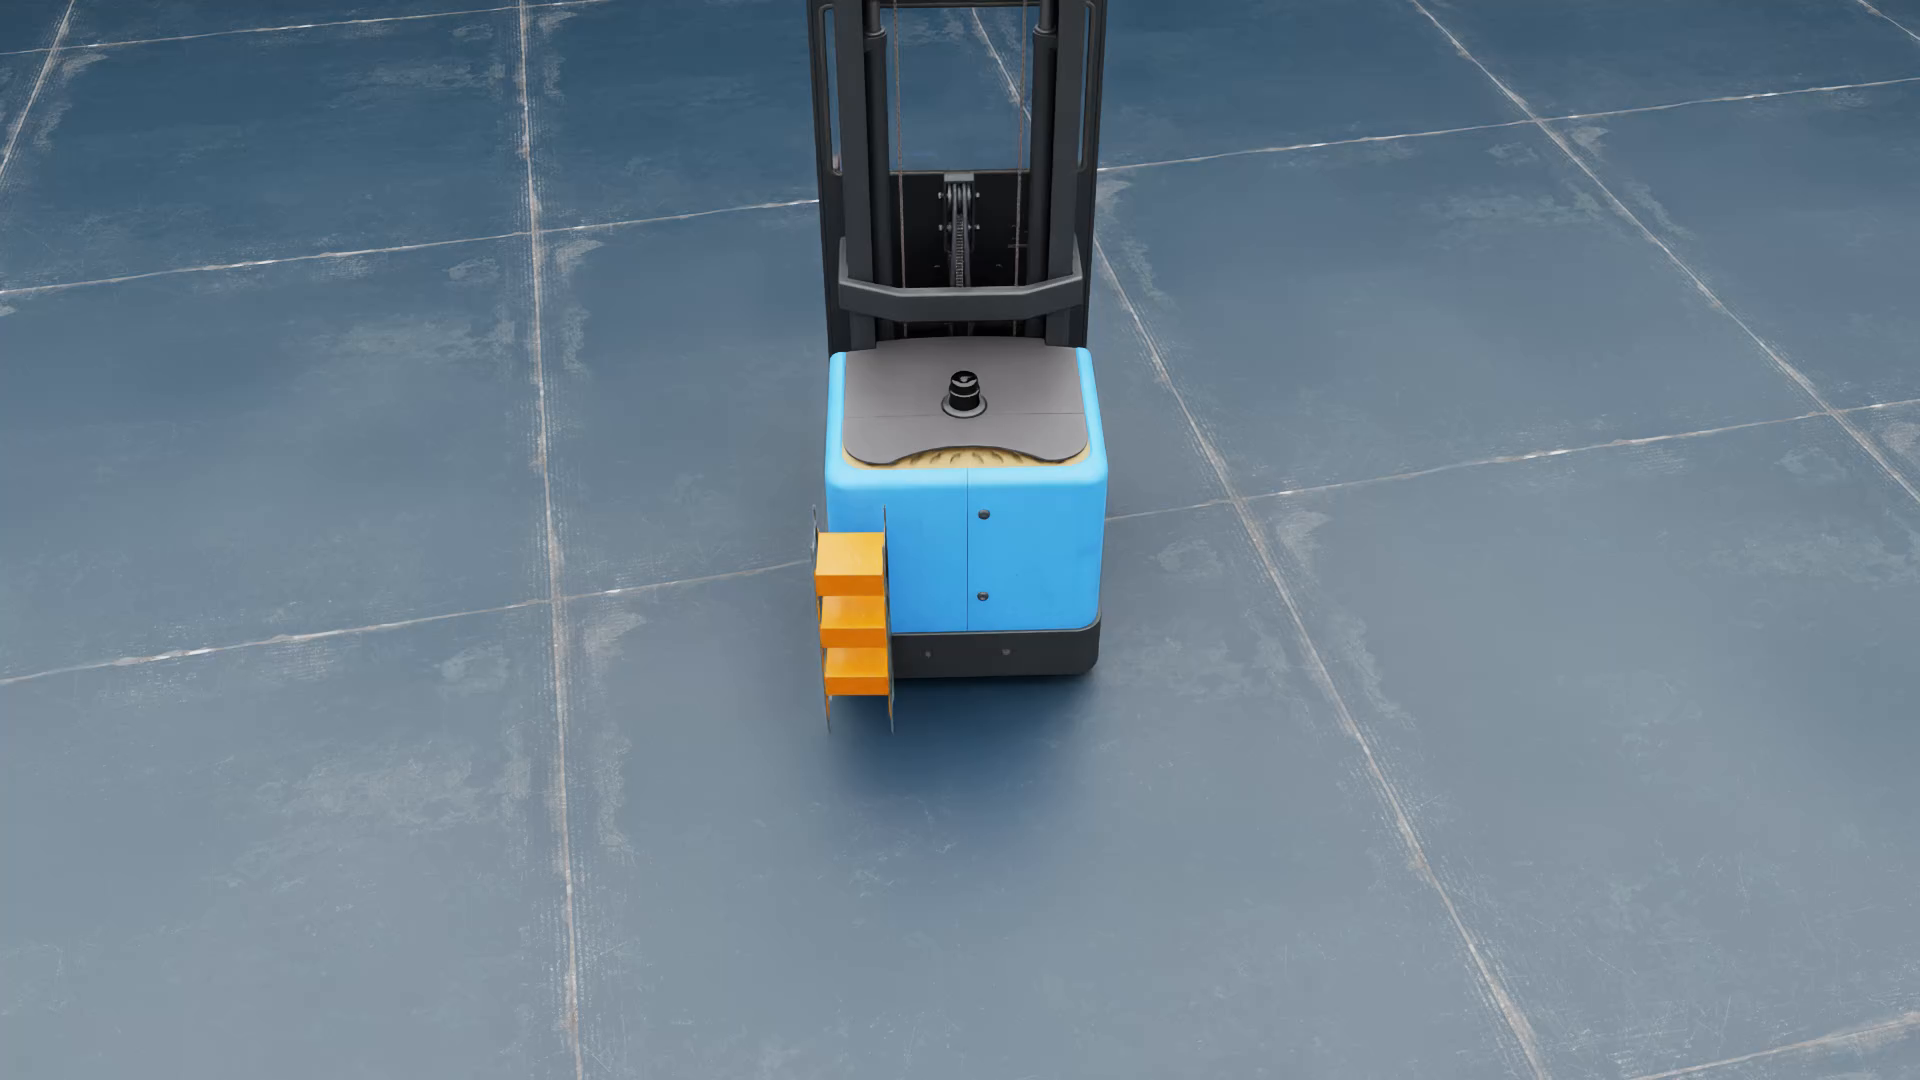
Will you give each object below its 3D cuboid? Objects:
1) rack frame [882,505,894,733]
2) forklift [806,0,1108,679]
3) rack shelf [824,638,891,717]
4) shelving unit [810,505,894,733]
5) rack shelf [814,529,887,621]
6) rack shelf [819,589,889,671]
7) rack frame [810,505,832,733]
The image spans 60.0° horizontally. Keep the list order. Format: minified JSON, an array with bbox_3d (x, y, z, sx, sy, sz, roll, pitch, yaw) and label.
[{"bbox_3d":[-0.262,0.310,6.096,0.008,1.050,0.200,0,47,0],"label":"rack frame"},{"bbox_3d":[-0.020,-1.509,6.742,1.130,2.935,3.031,-1,42,-1],"label":"forklift"},{"bbox_3d":[-0.384,0.509,6.306,0.240,0.259,0.215,0,47,0],"label":"rack shelf"},{"bbox_3d":[-0.384,0.311,6.096,0.252,1.050,0.215,0,47,0],"label":"shelving unit"},{"bbox_3d":[-0.384,0.123,5.897,0.240,0.259,0.215,0,47,0],"label":"rack shelf"},{"bbox_3d":[-0.384,0.318,6.104,0.240,0.259,0.215,0,47,0],"label":"rack shelf"},{"bbox_3d":[-0.506,0.312,6.096,0.008,1.050,0.200,0,47,0],"label":"rack frame"}]
